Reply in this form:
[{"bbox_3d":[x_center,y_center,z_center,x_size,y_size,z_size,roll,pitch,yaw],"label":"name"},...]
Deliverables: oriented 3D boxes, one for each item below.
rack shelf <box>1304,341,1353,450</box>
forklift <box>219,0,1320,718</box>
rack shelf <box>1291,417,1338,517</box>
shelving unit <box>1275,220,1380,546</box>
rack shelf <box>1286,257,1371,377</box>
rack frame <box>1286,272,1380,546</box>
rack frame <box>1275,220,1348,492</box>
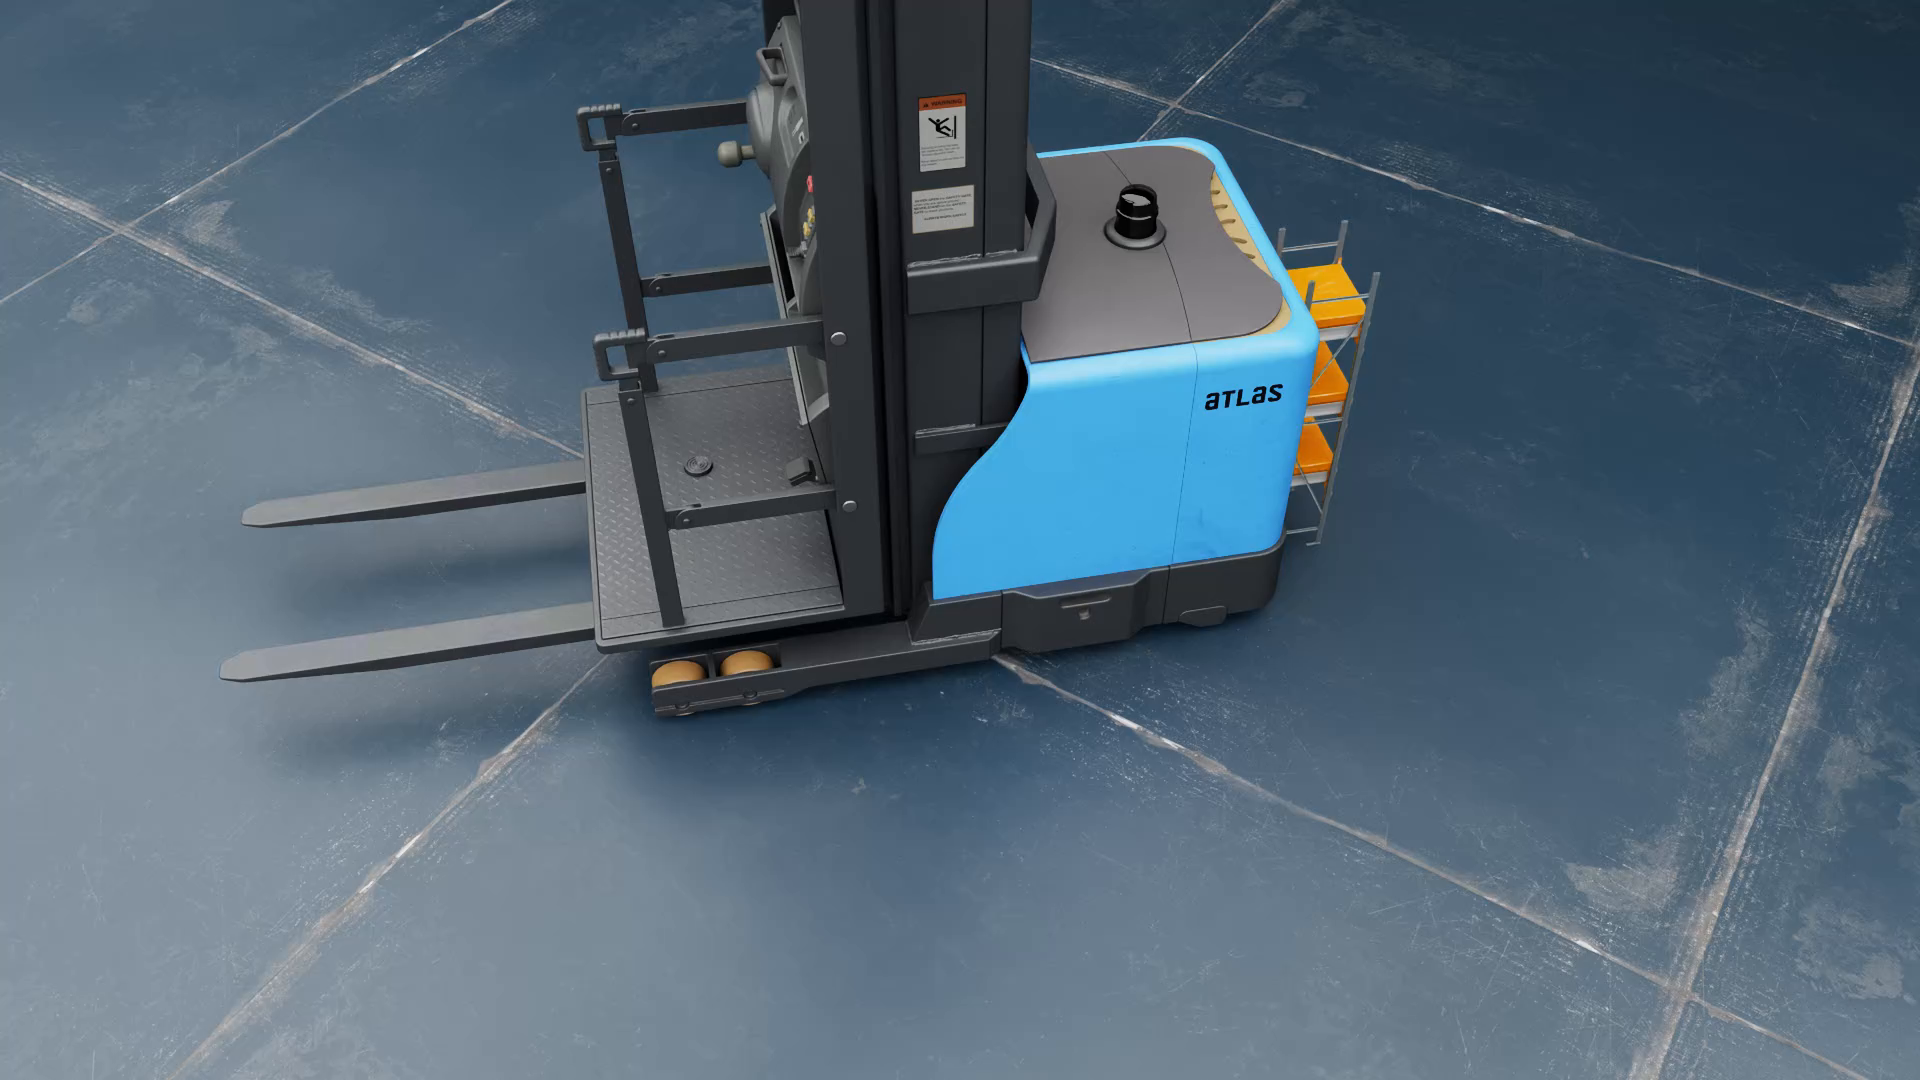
[{"bbox_3d":[1.011,-0.419,4.940,0.215,0.259,0.240,-8,46,-8],"label":"rack shelf"},{"bbox_3d":[-0.618,-0.933,4.113,3.031,2.935,1.130,-8,46,-8],"label":"forklift"},{"bbox_3d":[1.011,-0.226,5.139,0.215,0.259,0.240,-8,46,-8],"label":"rack shelf"},{"bbox_3d":[1.011,-0.427,4.932,0.215,1.050,0.252,-8,46,-8],"label":"shelving unit"},{"bbox_3d":[1.011,-0.617,4.737,0.215,0.259,0.240,-8,46,-8],"label":"rack shelf"},{"bbox_3d":[1.035,-0.341,4.849,0.200,1.050,0.008,-8,46,-8],"label":"rack frame"},{"bbox_3d":[0.987,-0.512,5.016,0.200,1.050,0.008,-8,46,-8],"label":"rack frame"}]
